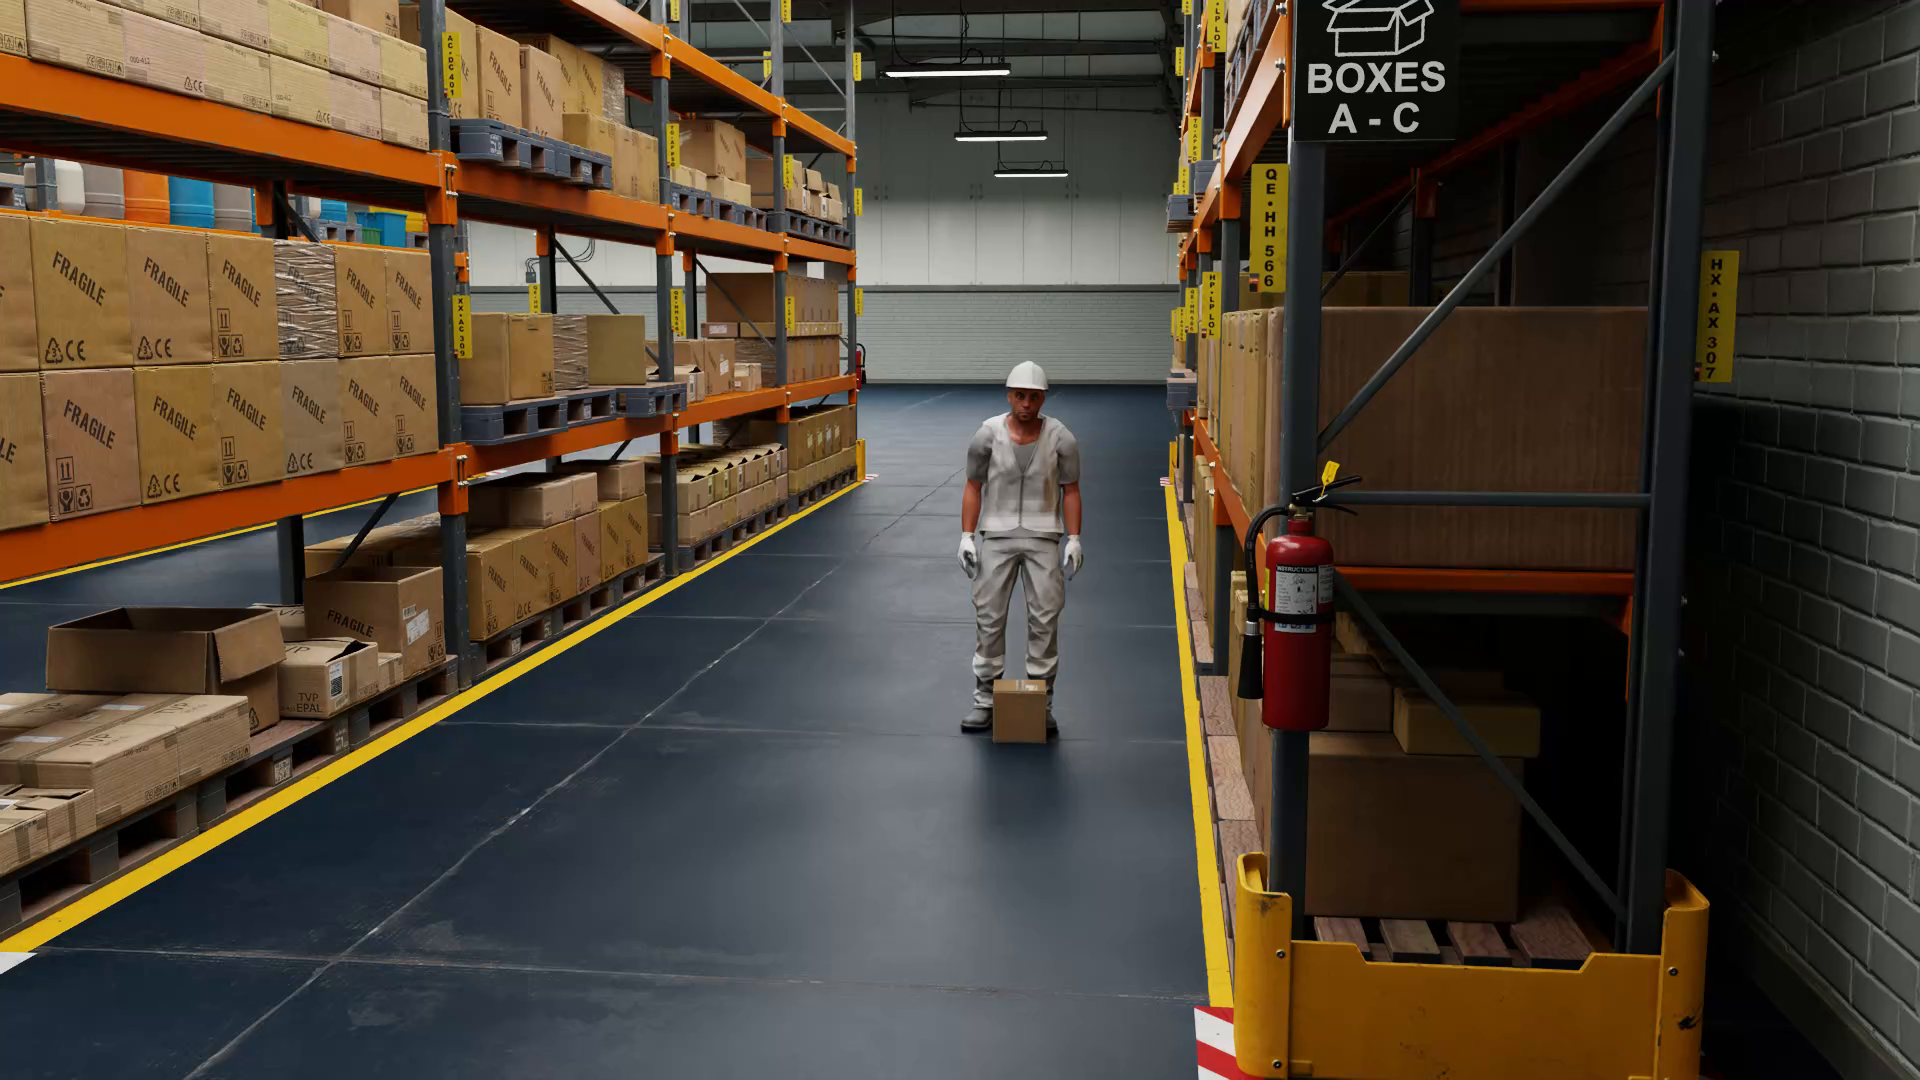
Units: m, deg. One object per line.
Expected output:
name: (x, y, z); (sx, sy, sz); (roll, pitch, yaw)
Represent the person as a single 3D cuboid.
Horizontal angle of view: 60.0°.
person: (0.293, 0.028, 8.025); (0.610, 1.777, 0.452); (0, 8, 3)
